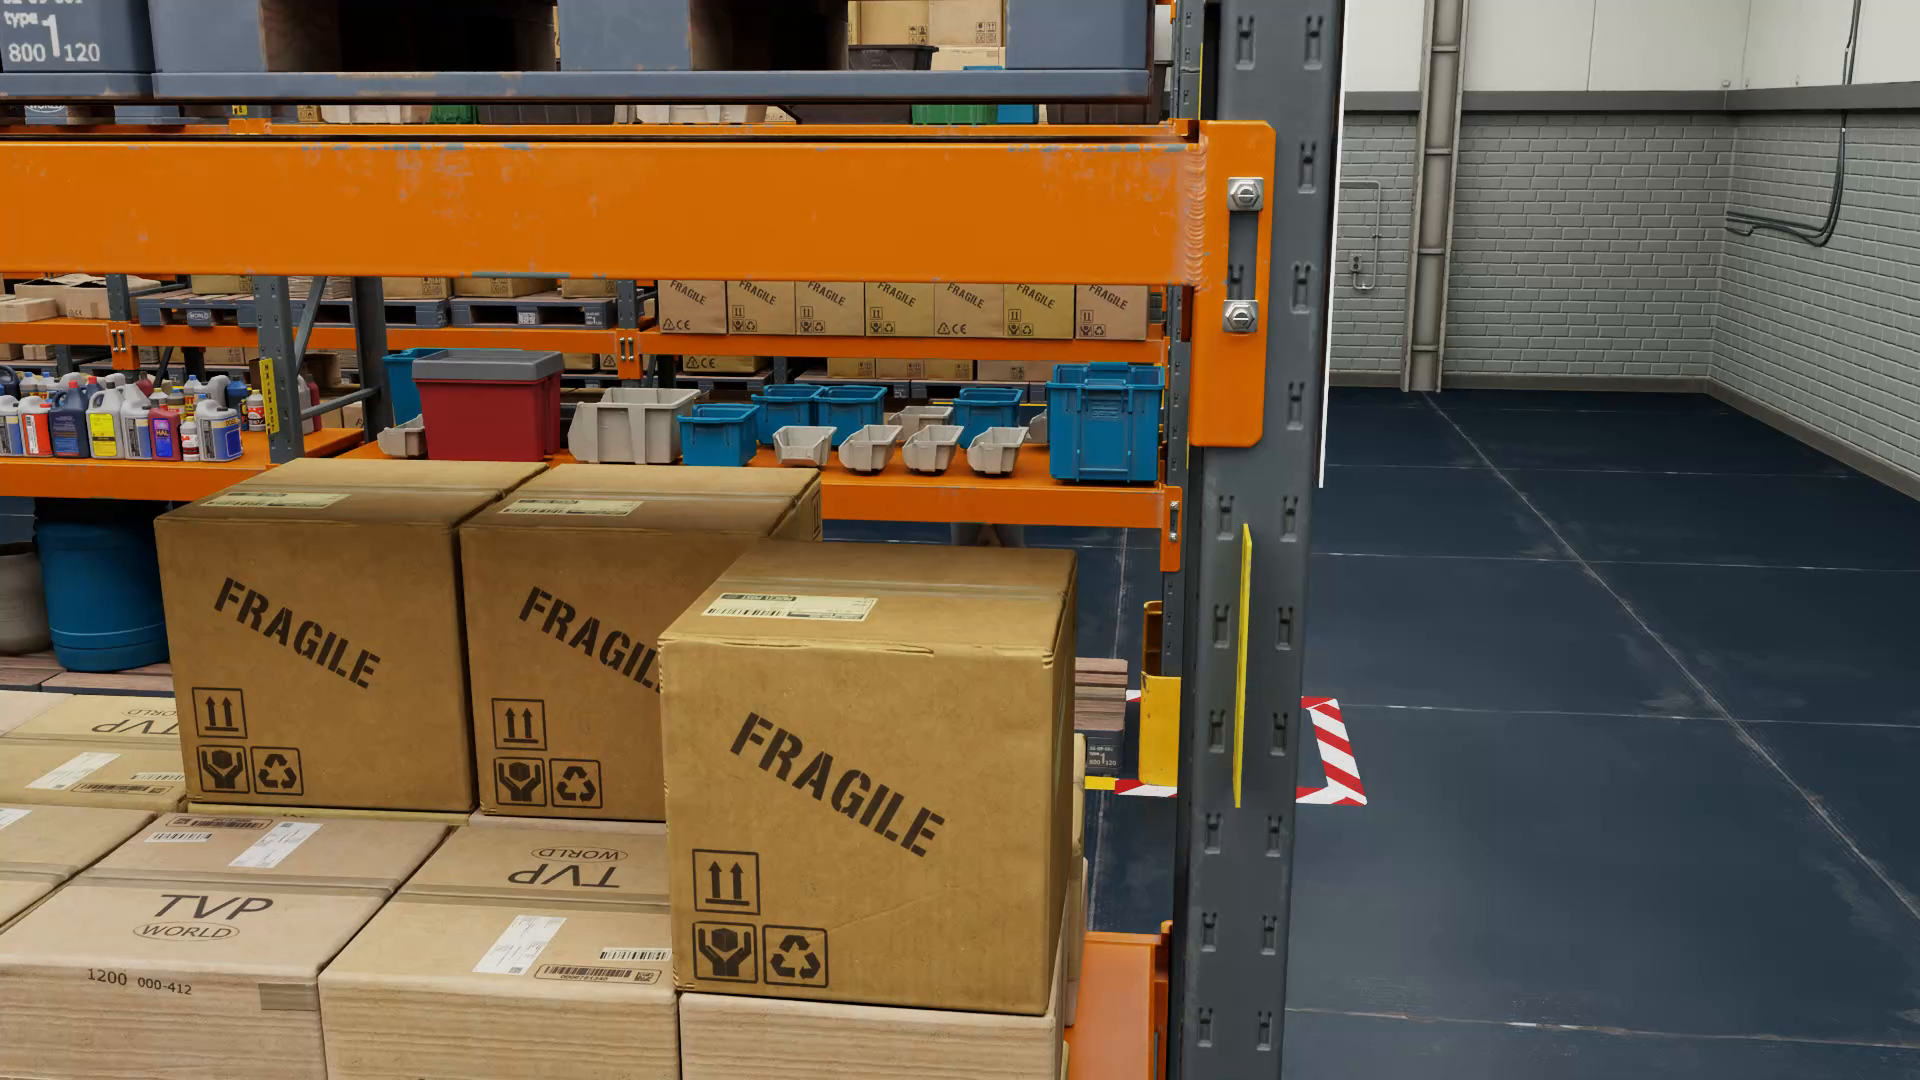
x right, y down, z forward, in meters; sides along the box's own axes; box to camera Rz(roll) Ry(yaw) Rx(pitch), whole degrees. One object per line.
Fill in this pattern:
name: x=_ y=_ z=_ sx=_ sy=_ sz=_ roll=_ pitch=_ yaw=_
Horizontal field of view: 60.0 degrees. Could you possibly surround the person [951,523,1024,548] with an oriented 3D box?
person: x=0.170 y=-0.132 z=9.525 sx=0.417 sy=1.238 sz=0.920 roll=1 pitch=14 yaw=5
